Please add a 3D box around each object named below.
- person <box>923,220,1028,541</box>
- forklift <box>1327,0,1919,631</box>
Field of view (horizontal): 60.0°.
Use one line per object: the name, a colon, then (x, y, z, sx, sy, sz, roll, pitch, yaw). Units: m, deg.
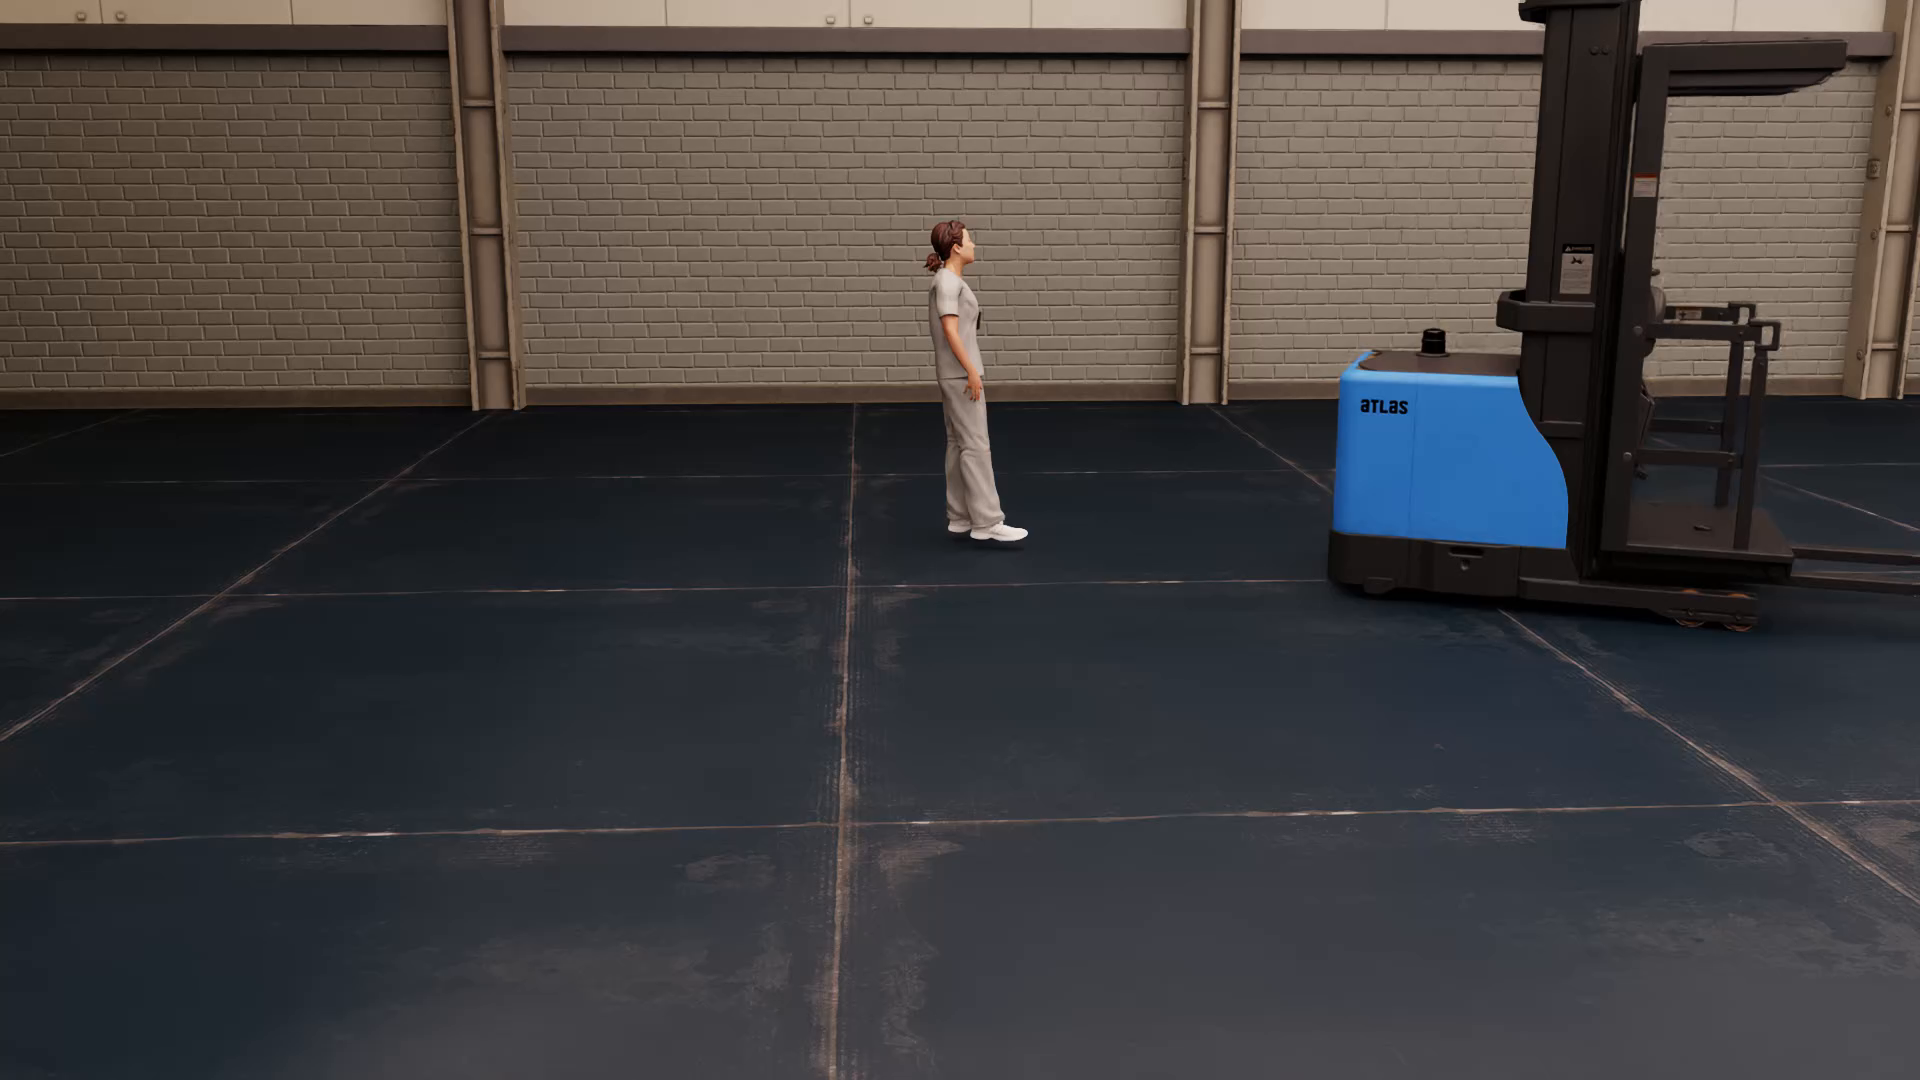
person: (0.075, -0.857, 8.901, 0.547, 1.662, 0.549, -1, 13, -3)
forklift: (3.333, -1.159, 7.577, 3.031, 2.935, 1.130, 4, 13, 19)
